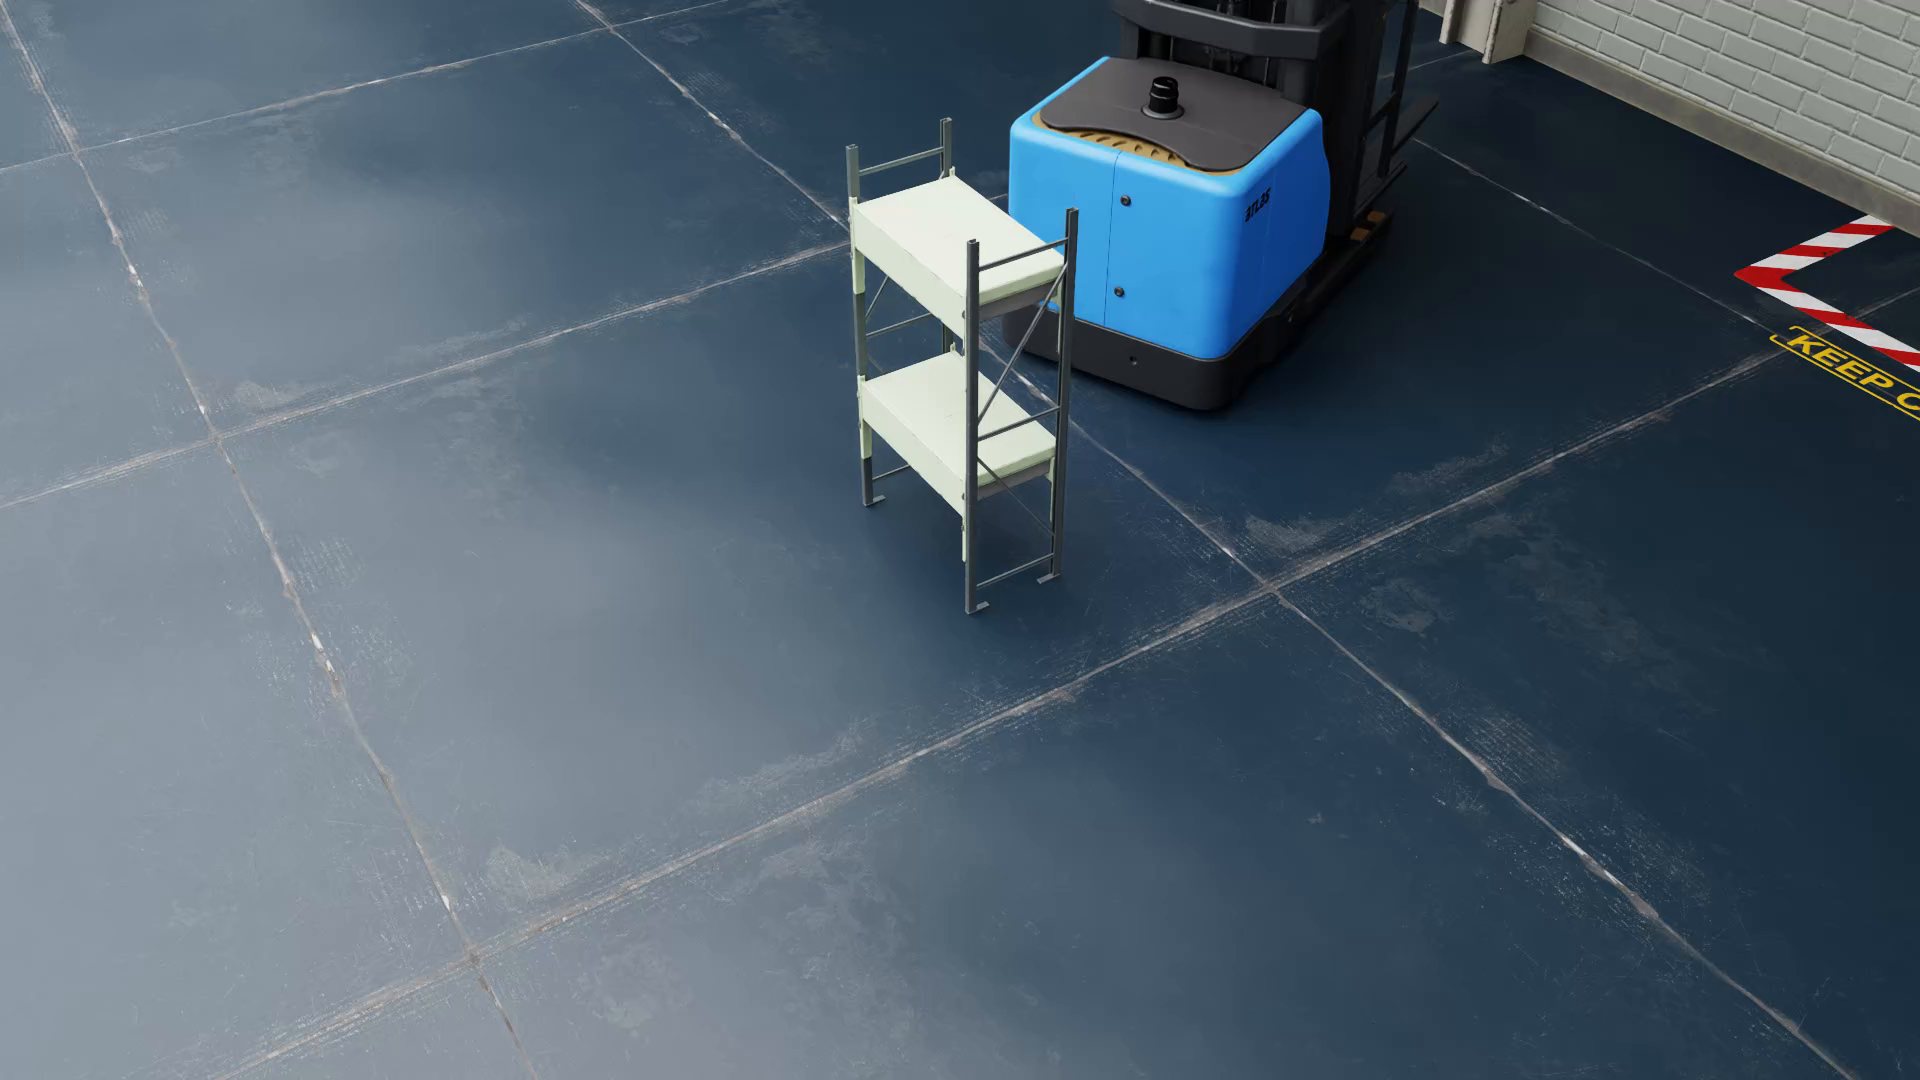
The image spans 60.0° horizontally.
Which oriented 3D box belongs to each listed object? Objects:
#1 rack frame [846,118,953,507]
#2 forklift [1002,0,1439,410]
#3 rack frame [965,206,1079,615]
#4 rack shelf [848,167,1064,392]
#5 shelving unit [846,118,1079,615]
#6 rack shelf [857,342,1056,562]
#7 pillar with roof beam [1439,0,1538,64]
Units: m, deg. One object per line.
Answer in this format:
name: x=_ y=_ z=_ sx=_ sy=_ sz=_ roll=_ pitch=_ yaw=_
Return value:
rack frame: x=-0.200 y=-0.777 z=6.011 sx=0.400 sy=1.500 sz=0.023 roll=-22 pitch=45 yaw=-24
forklift: x=1.402 y=-2.570 z=7.044 sx=1.130 sy=2.935 sz=3.031 roll=22 pitch=45 yaw=25
rack frame: x=0.193 y=-0.382 z=5.537 sx=0.400 sy=1.500 sz=0.023 roll=-22 pitch=45 yaw=-24
rack shelf: x=-0.004 y=-0.880 z=5.524 sx=0.431 sy=0.370 sz=0.720 roll=-22 pitch=45 yaw=-24
shelving unit: x=-0.004 y=-0.580 z=5.774 sx=0.431 sy=1.500 sz=0.755 roll=-22 pitch=45 yaw=-24
rack shelf: x=-0.004 y=-0.329 z=5.983 sx=0.431 sy=0.370 sz=0.720 roll=-22 pitch=45 yaw=-24
pillar with roof beam: x=-0.582 y=-4.855 z=5.047 sx=9.100 sy=9.000 sz=0.400 roll=-22 pitch=45 yaw=-24
